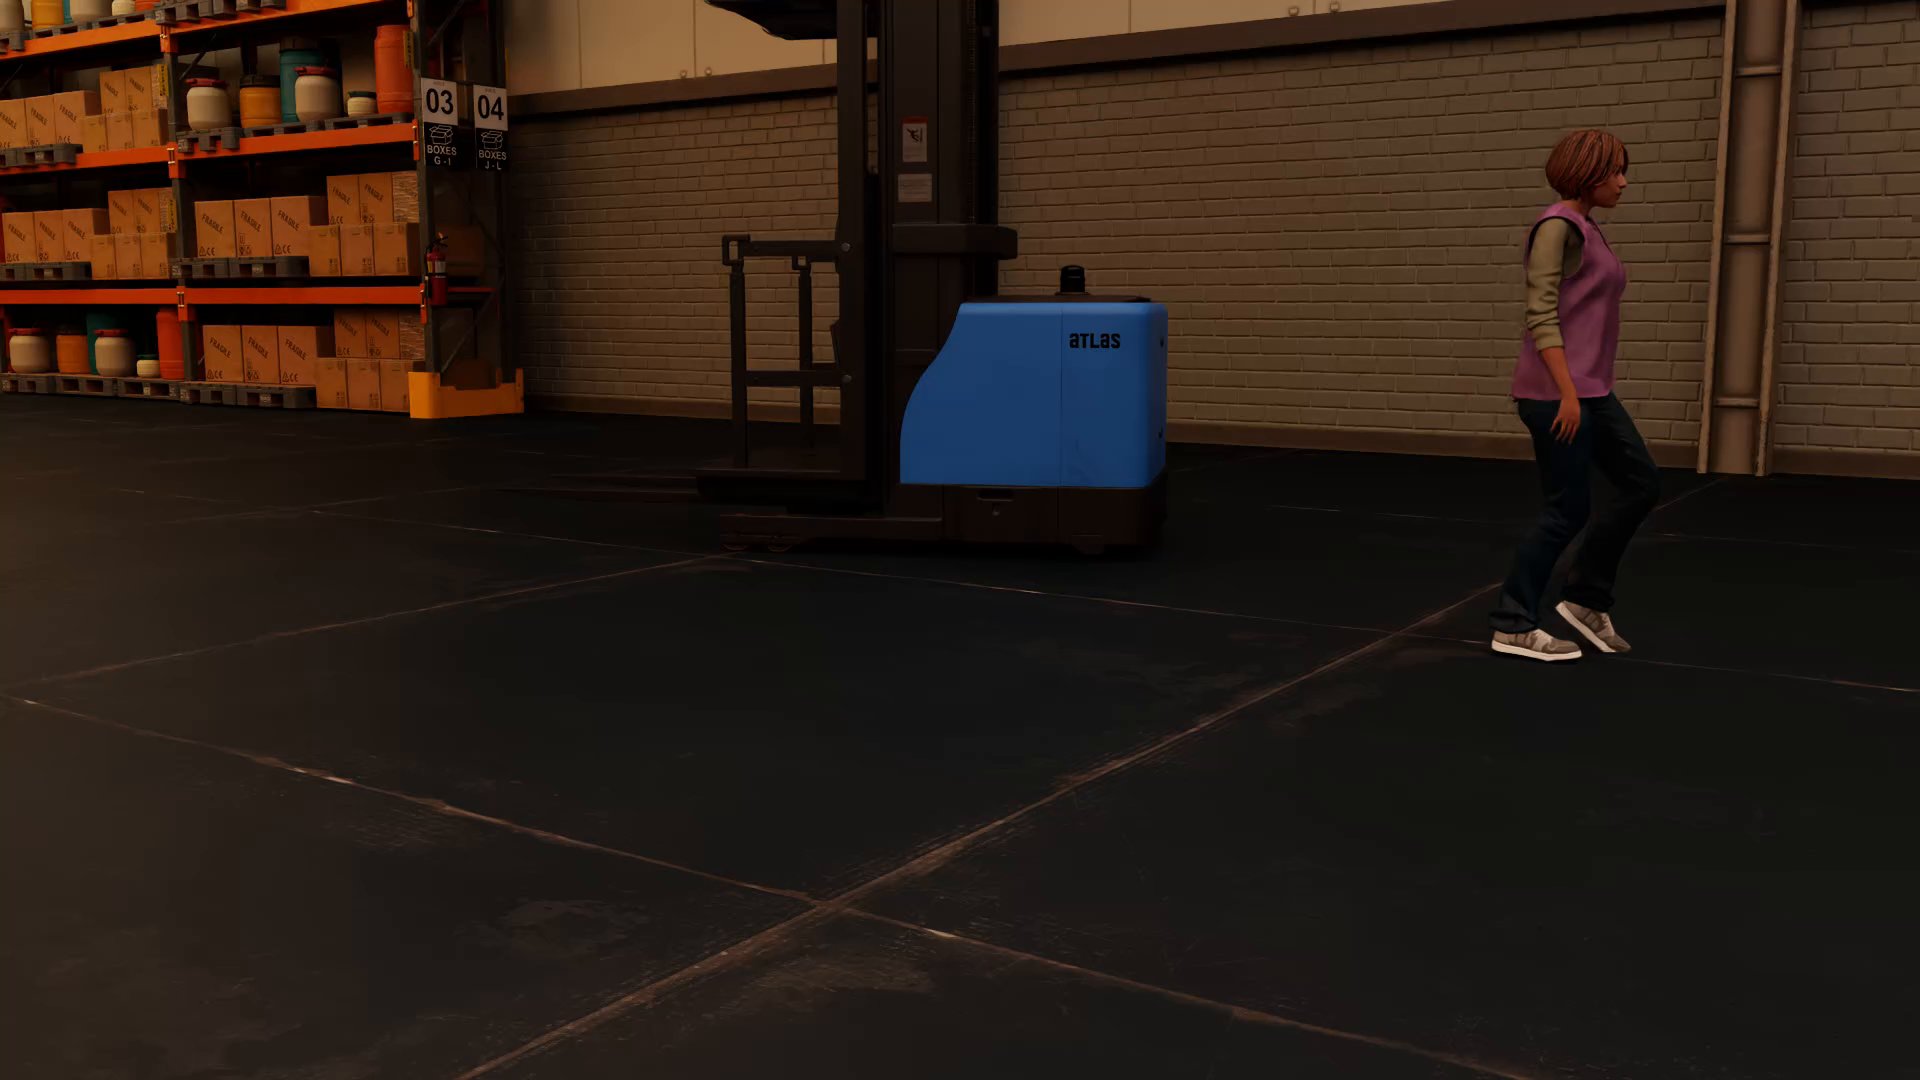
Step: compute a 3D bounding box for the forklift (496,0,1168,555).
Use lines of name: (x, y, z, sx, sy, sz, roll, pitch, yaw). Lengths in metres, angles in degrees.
forklift: (-0.596, -1.469, 7.520, 3.031, 2.935, 1.130, 2, 8, 12)

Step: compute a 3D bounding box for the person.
person: (1.849, -0.408, 4.978, 0.454, 1.606, 0.512, 5, 9, 30)
